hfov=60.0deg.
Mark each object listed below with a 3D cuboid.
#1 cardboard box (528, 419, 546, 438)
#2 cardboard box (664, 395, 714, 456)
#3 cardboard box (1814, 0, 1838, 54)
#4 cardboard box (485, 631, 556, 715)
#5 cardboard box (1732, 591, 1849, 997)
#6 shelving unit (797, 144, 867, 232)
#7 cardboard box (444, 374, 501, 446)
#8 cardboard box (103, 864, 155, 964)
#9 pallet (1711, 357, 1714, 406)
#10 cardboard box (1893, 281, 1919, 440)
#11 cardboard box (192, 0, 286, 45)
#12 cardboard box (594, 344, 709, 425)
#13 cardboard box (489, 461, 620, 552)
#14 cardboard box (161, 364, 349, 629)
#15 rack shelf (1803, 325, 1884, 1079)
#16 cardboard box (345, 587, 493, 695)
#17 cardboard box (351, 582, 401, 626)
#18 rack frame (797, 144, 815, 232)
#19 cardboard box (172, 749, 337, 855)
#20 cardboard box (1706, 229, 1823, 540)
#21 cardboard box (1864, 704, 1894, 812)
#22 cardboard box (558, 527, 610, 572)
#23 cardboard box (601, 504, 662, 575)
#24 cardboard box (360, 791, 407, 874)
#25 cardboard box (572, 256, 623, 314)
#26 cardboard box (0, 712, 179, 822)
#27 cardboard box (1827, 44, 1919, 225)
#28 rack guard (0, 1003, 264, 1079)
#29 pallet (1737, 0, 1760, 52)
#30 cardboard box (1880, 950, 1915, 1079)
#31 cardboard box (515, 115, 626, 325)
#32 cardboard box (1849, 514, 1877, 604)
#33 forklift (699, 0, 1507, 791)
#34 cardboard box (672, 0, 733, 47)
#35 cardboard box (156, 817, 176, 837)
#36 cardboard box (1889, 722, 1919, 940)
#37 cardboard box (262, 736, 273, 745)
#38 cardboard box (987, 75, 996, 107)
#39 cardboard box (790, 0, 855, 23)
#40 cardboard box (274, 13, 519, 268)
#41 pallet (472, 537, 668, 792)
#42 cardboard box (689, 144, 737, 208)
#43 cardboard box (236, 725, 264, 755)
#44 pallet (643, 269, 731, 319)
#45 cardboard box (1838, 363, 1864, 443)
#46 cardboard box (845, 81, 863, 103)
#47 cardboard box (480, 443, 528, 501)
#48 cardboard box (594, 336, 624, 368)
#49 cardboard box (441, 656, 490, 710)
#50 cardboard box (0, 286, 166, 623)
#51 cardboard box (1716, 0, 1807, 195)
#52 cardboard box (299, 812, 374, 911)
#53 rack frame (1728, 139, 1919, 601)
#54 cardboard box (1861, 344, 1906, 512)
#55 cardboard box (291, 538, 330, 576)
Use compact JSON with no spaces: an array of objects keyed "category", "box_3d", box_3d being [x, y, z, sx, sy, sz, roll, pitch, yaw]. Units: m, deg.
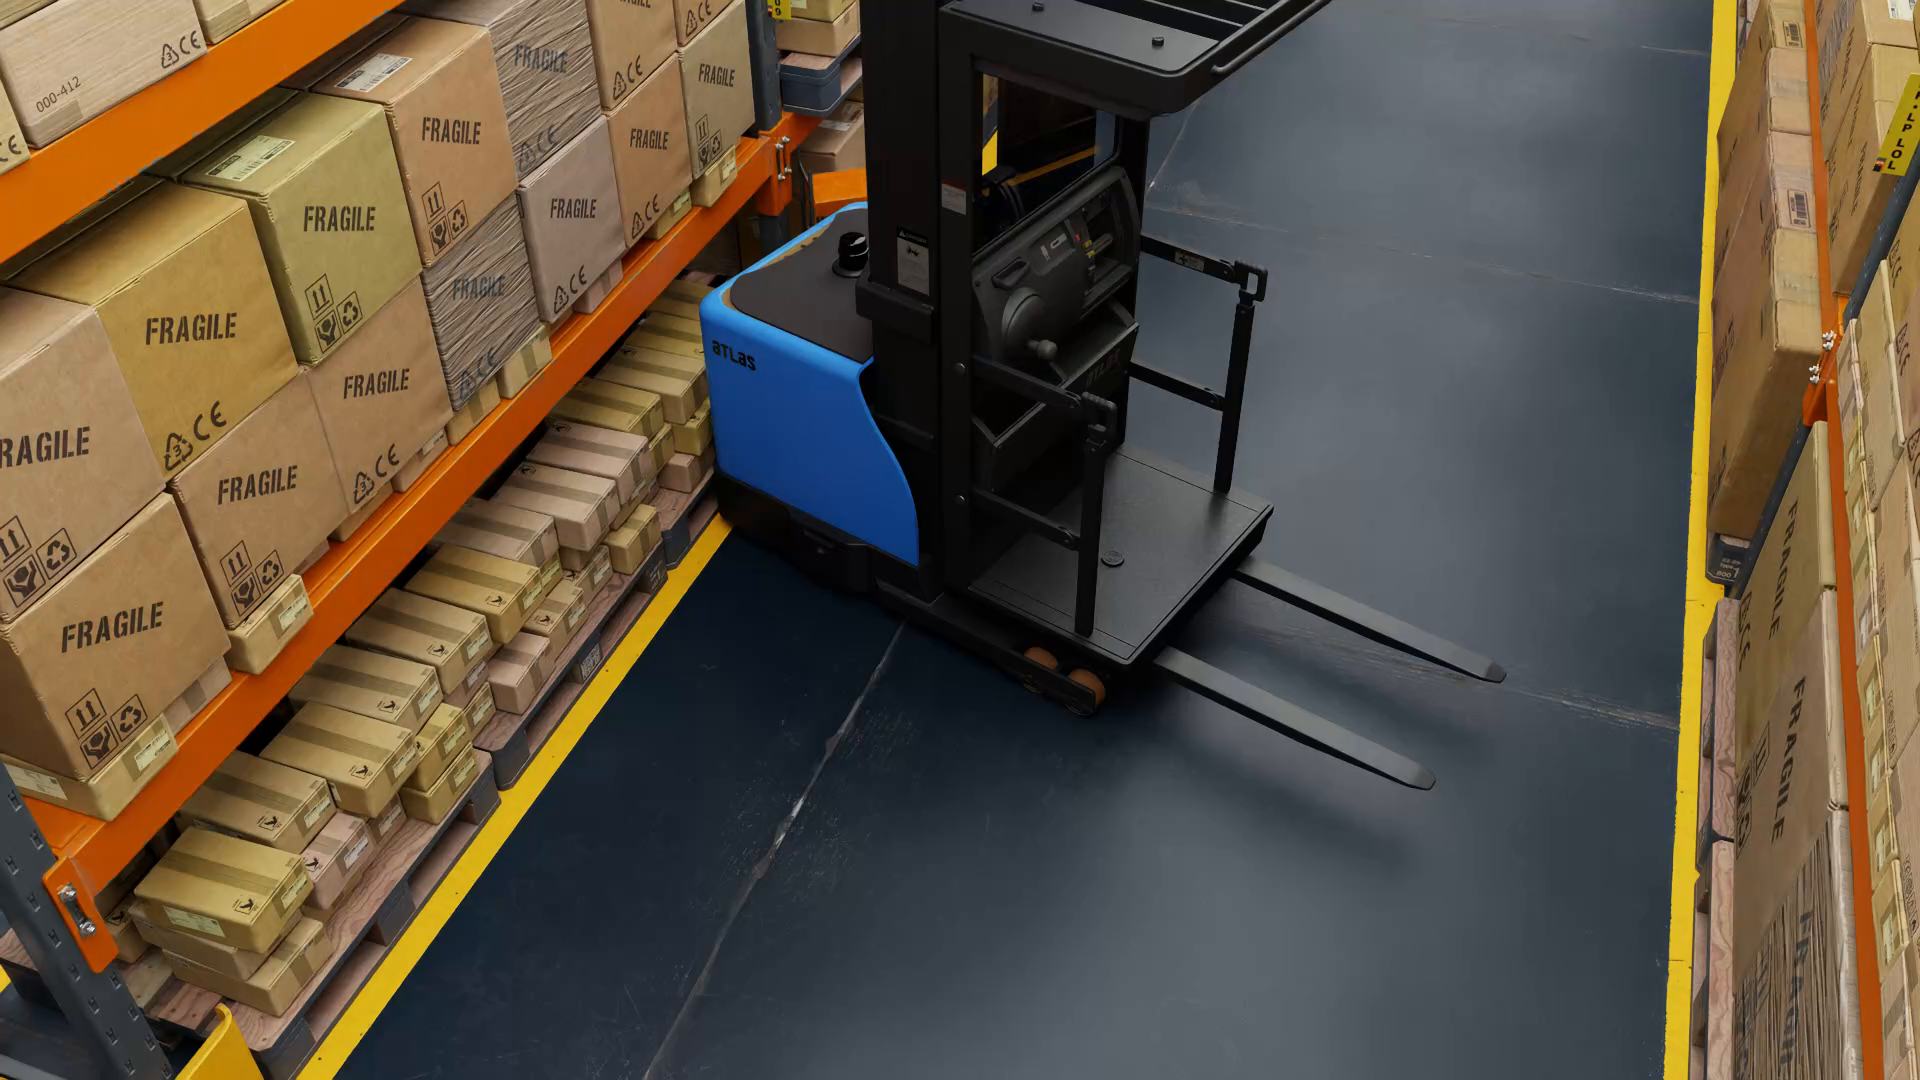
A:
[{"category":"cardboard box","box_3d":[-1.776,-0.561,6.511,0.380,0.149,0.250,12,42,14]},{"category":"cardboard box","box_3d":[-1.170,-0.498,6.667,0.380,0.149,0.250,12,42,14]},{"category":"cardboard box","box_3d":[4.021,-2.359,7.127,0.500,0.500,0.500,13,42,14]},{"category":"cardboard box","box_3d":[-1.647,0.436,5.800,0.380,0.149,0.250,11,42,13]},{"category":"cardboard box","box_3d":[2.812,0.837,4.772,0.875,0.875,0.875,13,42,15]},{"category":"shelving unit","box_3d":[-0.394,-1.128,7.147,0.503,1.200,0.258,-10,42,-12]},{"category":"cardboard box","box_3d":[-1.669,-0.460,5.172,0.380,0.149,0.250,15,43,17]},{"category":"cardboard box","box_3d":[-2.589,1.089,5.035,0.380,0.149,0.250,14,42,16]},{"category":"pallet","box_3d":[4.029,-0.919,7.664,1.003,0.211,1.213,13,42,15]},{"category":"cardboard box","box_3d":[2.841,-0.553,4.395,0.500,0.500,0.500,13,42,15]},{"category":"cardboard box","box_3d":[-1.831,-1.407,3.892,0.500,0.250,0.500,12,42,14]},{"category":"cardboard box","box_3d":[-1.211,-0.617,6.576,0.380,0.149,0.250,13,42,15]},{"category":"cardboard box","box_3d":[-1.460,-0.123,5.997,0.380,0.149,0.250,12,42,14]},{"category":"cardboard box","box_3d":[-2.001,-0.164,4.325,0.500,0.500,0.500,13,42,15]},{"category":"rack shelf","box_3d":[2.737,0.748,4.116,1.077,0.370,4.000,13,42,15]},{"category":"cardboard box","box_3d":[-1.776,0.329,5.468,0.380,0.149,0.250,15,43,17]},{"category":"cardboard box","box_3d":[-2.215,0.170,5.884,0.380,0.149,0.250,15,43,17]},{"category":"rack frame","box_3d":[-0.629,-1.085,7.097,0.015,1.200,0.240,-10,42,-12]},{"category":"cardboard box","box_3d":[-2.094,0.791,4.926,0.380,0.149,0.250,14,42,16]},{"category":"cardboard box","box_3d":[3.621,-0.492,6.329,1.225,0.875,0.875,13,42,15]},{"category":"cardboard box","box_3d":[2.388,0.567,3.968,0.380,0.149,0.250,14,42,16]},{"category":"cardboard box","box_3d":[-1.528,-0.049,6.140,0.380,0.149,0.250,11,42,13]},{"category":"cardboard box","box_3d":[-1.373,-0.037,6.355,0.380,0.149,0.250,13,42,15]},{"category":"cardboard box","box_3d":[-2.002,0.877,5.284,0.380,0.149,0.250,14,42,16]},{"category":"cardboard box","box_3d":[-1.393,-0.931,5.724,0.380,0.149,0.250,12,42,13]},{"category":"cardboard box","box_3d":[-2.155,0.503,4.043,0.380,0.149,0.250,13,42,15]},{"category":"cardboard box","box_3d":[3.500,-1.430,6.037,0.500,0.500,0.500,15,43,16]},{"category":"rack guard","box_3d":[-2.547,1.436,4.681,1.175,0.500,0.348,13,42,15]},{"category":"pallet","box_3d":[5.476,-3.342,10.505,1.003,0.211,1.213,13,42,15]},{"category":"cardboard box","box_3d":[2.126,1.035,3.419,0.380,0.149,0.250,14,42,16]},{"category":"cardboard box","box_3d":[-1.455,-1.082,5.401,0.500,0.500,0.500,13,42,15]},{"category":"cardboard box","box_3d":[2.652,0.095,4.522,0.380,0.149,0.250,13,42,14]},{"category":"forklift","box_3d":[0.506,-0.877,5.520,3.031,2.935,1.130,25,46,26]},{"category":"cardboard box","box_3d":[-1.112,-2.093,5.815,0.500,0.500,0.500,12,42,14]},{"category":"cardboard box","box_3d":[-2.491,0.711,5.021,0.380,0.149,0.250,14,42,16]},{"category":"cardboard box","box_3d":[2.317,0.664,3.547,0.500,0.250,0.500,12,42,14]},{"category":"cardboard box","box_3d":[-2.353,0.614,5.592,0.380,0.149,0.250,14,42,16]},{"category":"cardboard box","box_3d":[0.002,-2.781,9.301,0.500,0.500,0.500,15,43,17]},{"category":"cardboard box","box_3d":[-0.639,-2.223,6.686,0.380,0.149,0.250,14,42,16]},{"category":"cardboard box","box_3d":[-1.634,-1.148,4.708,0.500,0.500,0.500,12,42,14]},{"category":"pallet","box_3d":[-1.817,0.317,6.216,1.003,0.211,1.213,13,42,15]},{"category":"cardboard box","box_3d":[-1.069,-1.405,6.279,0.380,0.149,0.250,12,42,14]},{"category":"cardboard box","box_3d":[-2.485,0.641,5.332,0.380,0.149,0.250,12,42,13]},{"category":"pallet","box_3d":[-0.941,-1.322,8.137,1.003,0.211,1.213,13,42,15]},{"category":"cardboard box","box_3d":[2.917,-0.383,5.081,0.380,0.149,0.250,12,42,14]},{"category":"cardboard box","box_3d":[-0.525,-2.119,7.948,0.500,0.250,0.500,14,43,16]},{"category":"cardboard box","box_3d":[-1.893,-0.289,6.421,0.380,0.149,0.250,15,43,17]},{"category":"cardboard box","box_3d":[-1.632,-0.772,6.987,0.380,0.149,0.250,14,42,15]},{"category":"cardboard box","box_3d":[-1.815,0.442,5.565,0.380,0.149,0.250,11,42,13]},{"category":"cardboard box","box_3d":[-2.170,-0.215,3.614,0.500,0.500,0.500,13,42,15]},{"category":"cardboard box","box_3d":[4.533,-2.120,8.238,1.225,0.875,0.875,11,42,13]},{"category":"cardboard box","box_3d":[-2.006,0.926,4.997,0.380,0.149,0.250,13,42,15]},{"category":"rack frame","box_3d":[3.421,-0.745,5.313,1.000,3.000,0.127,13,42,15]},{"category":"cardboard box","box_3d":[2.839,-0.271,4.643,0.500,0.250,0.500,13,42,15]},{"category":"cardboard box","box_3d":[-2.004,-0.003,4.636,0.380,0.149,0.250,15,43,17]}]
